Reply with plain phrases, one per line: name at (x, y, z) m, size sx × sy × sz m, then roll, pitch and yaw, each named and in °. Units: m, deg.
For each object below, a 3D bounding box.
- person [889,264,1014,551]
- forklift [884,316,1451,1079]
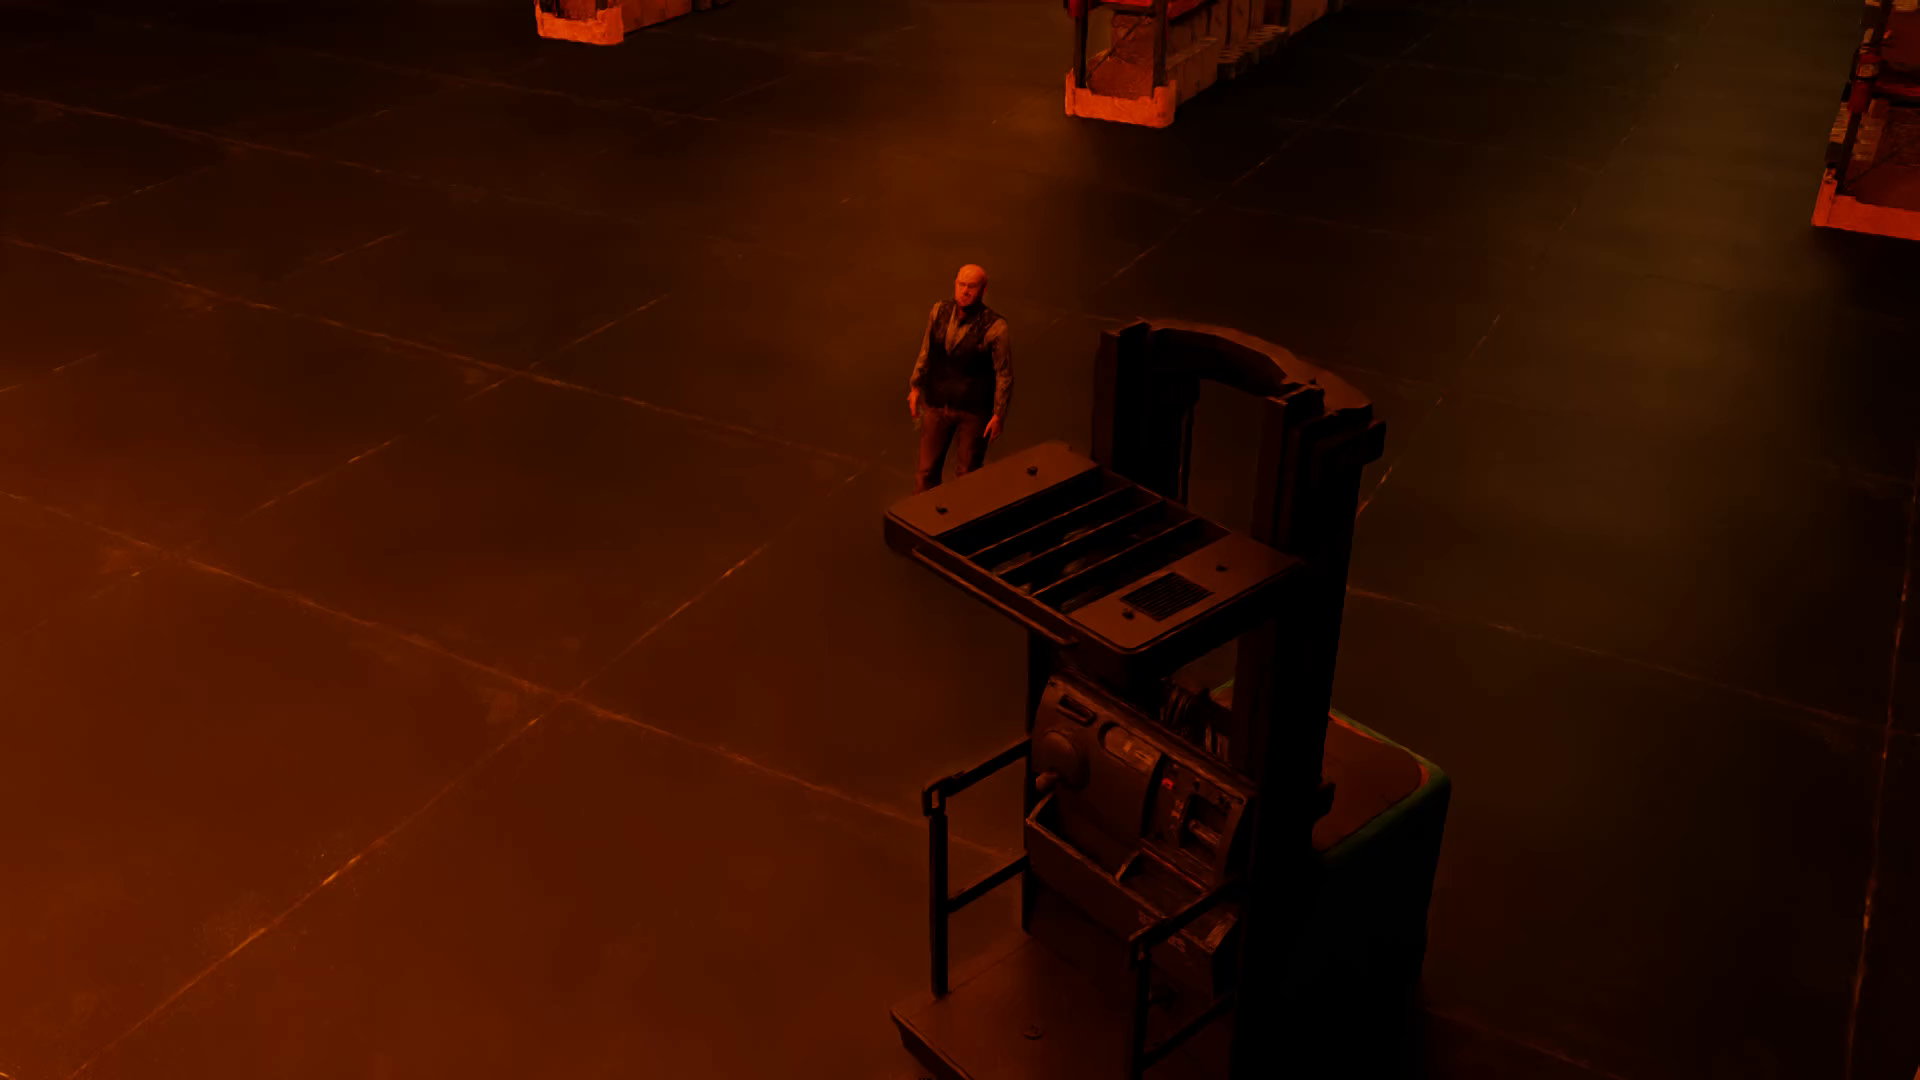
person at (-0.037, -0.726, 9.525) m, size 0.632 × 1.720 × 0.567 m, roll 15°, pitch 33°, yaw 25°
forklift at (0.446, 0.849, 5.600) m, size 3.031 × 2.935 × 1.130 m, roll -24°, pitch 37°, yaw -35°
